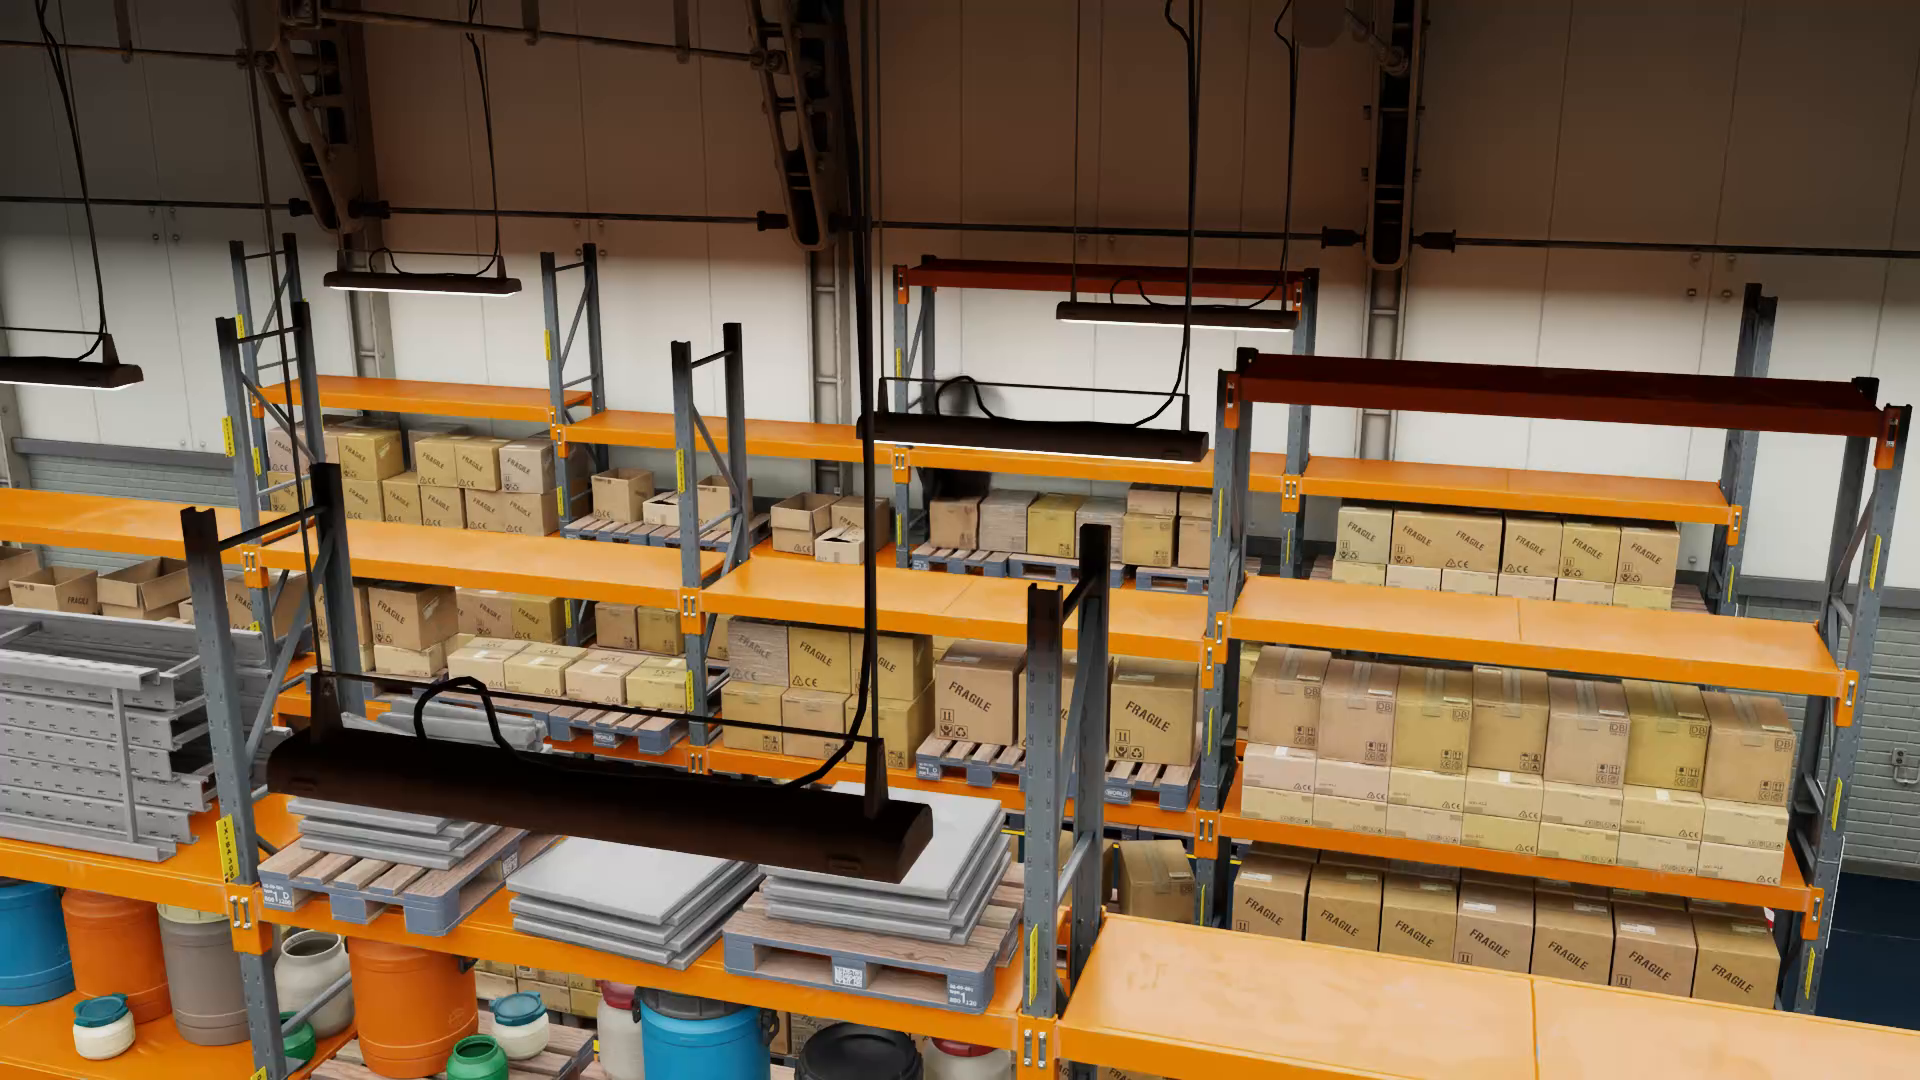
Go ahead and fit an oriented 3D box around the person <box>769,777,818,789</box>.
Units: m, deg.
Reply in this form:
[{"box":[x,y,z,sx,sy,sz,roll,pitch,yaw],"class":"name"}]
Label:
[{"box":[-1.651,2.702,16.407,0.791,1.711,0.463,2,16,7],"class":"person"}]
